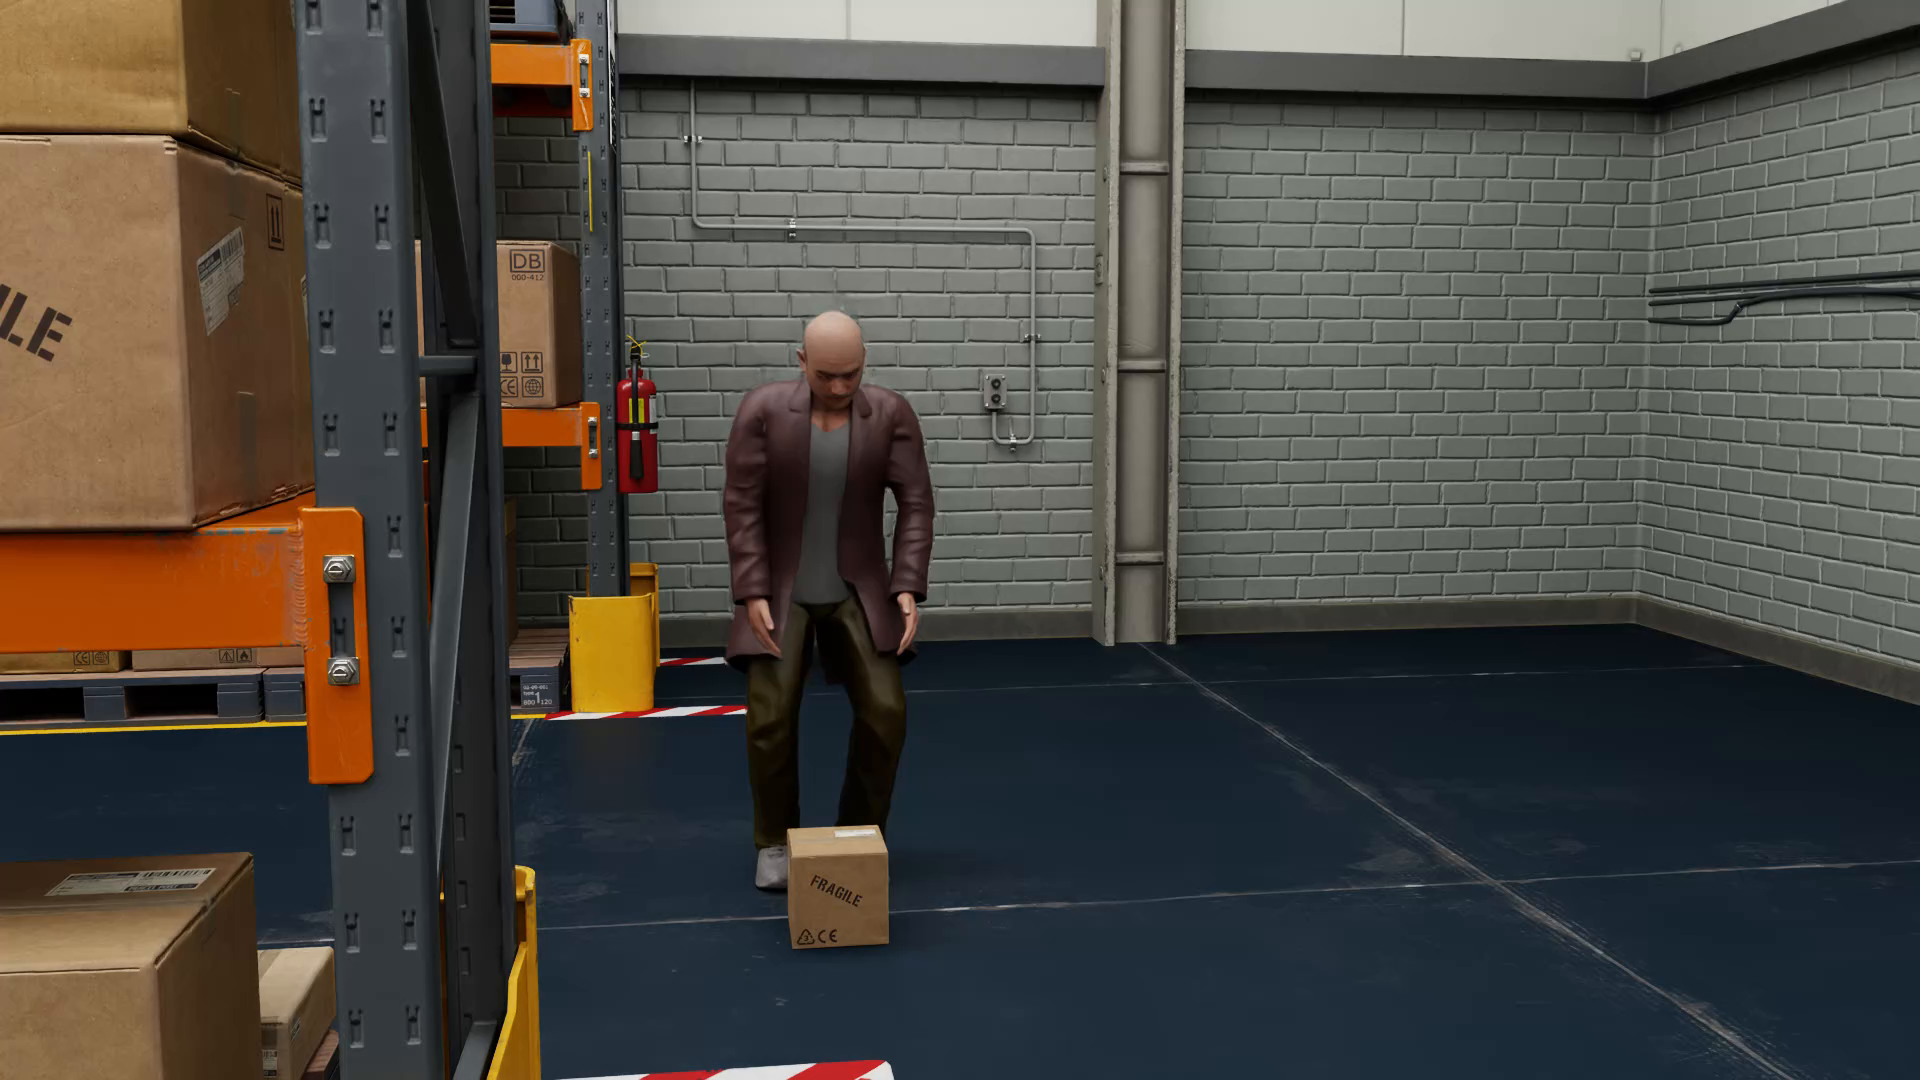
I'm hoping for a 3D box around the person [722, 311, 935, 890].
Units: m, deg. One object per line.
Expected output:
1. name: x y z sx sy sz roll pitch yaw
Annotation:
1. person: -0.379 0.172 4.840 0.611 1.653 0.522 -1 6 -8
